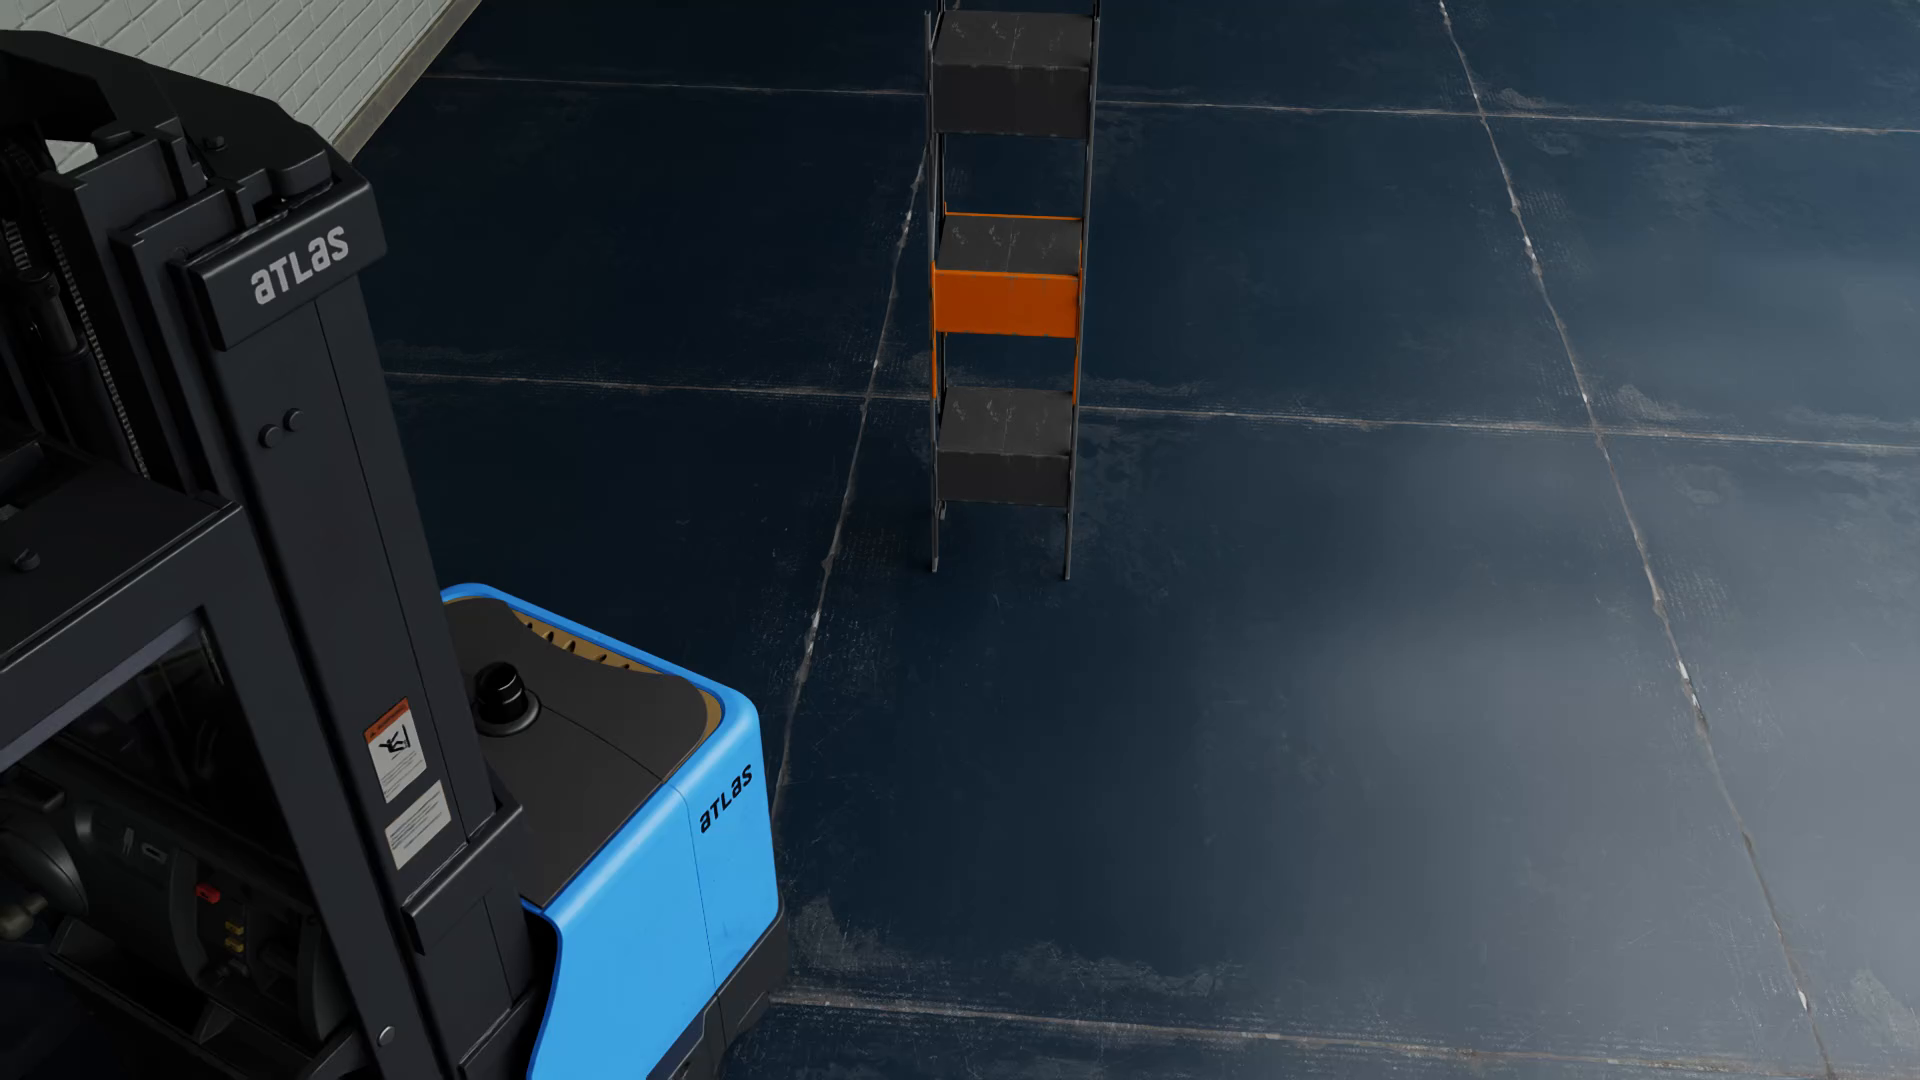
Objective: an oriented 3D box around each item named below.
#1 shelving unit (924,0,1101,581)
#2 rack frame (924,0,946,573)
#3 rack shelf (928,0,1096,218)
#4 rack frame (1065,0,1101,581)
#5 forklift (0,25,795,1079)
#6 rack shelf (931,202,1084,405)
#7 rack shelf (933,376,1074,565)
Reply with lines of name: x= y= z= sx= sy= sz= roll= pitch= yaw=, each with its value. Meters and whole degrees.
shelving unit: x=0.165 y=-0.805 z=5.576 sx=0.503 sy=2.100 sz=0.431 roll=3 pitch=39 yaw=4
rack frame: x=-0.078 y=-0.819 z=5.592 sx=0.015 sy=2.100 sz=0.400 roll=3 pitch=39 yaw=4
rack shelf: x=0.165 y=-1.338 z=5.143 sx=0.480 sy=0.518 sz=0.431 roll=3 pitch=39 yaw=4
rack frame: x=0.408 y=-0.792 z=5.560 sx=0.015 sy=2.100 sz=0.400 roll=3 pitch=39 yaw=4
forklift: x=-1.631 y=0.732 z=3.028 sx=1.130 sy=2.935 sz=3.031 roll=20 pitch=43 yaw=22
rack shelf: x=0.165 y=-0.795 z=5.585 sx=0.480 sy=0.518 sz=0.431 roll=3 pitch=39 yaw=4
rack shelf: x=0.165 y=-0.252 z=6.027 sx=0.480 sy=0.518 sz=0.431 roll=3 pitch=39 yaw=4
